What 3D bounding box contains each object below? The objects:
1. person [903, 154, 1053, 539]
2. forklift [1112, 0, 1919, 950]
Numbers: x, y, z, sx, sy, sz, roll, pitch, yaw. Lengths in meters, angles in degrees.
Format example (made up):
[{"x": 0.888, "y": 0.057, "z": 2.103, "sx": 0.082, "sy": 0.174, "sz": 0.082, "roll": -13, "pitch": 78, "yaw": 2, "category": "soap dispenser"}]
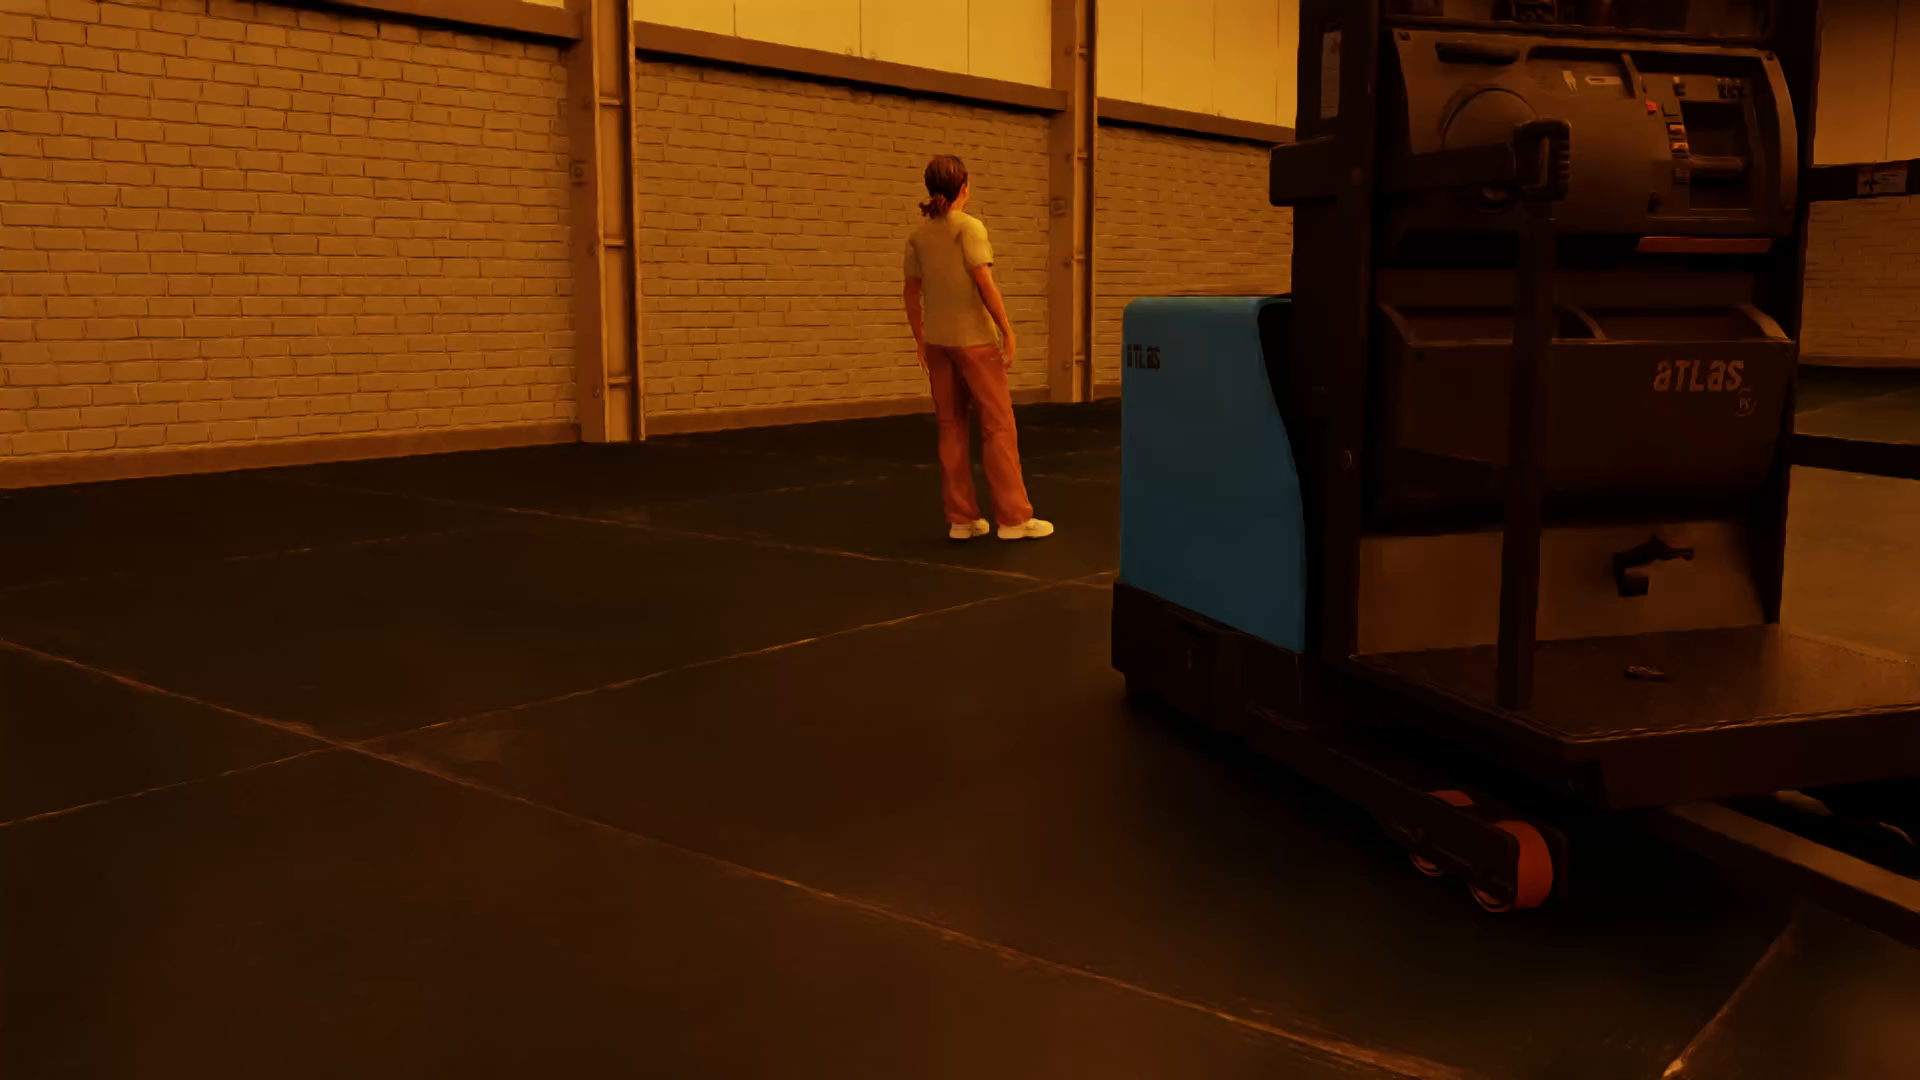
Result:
[{"x": 0.055, "y": -0.843, "z": 7.333, "sx": 0.554, "sy": 1.674, "sz": 0.548, "roll": 7, "pitch": 11, "yaw": 38, "category": "person"}, {"x": 1.355, "y": -0.859, "z": 3.150, "sx": 1.130, "sy": 2.935, "sz": 3.031, "roll": -3, "pitch": 9, "yaw": -18, "category": "forklift"}]
